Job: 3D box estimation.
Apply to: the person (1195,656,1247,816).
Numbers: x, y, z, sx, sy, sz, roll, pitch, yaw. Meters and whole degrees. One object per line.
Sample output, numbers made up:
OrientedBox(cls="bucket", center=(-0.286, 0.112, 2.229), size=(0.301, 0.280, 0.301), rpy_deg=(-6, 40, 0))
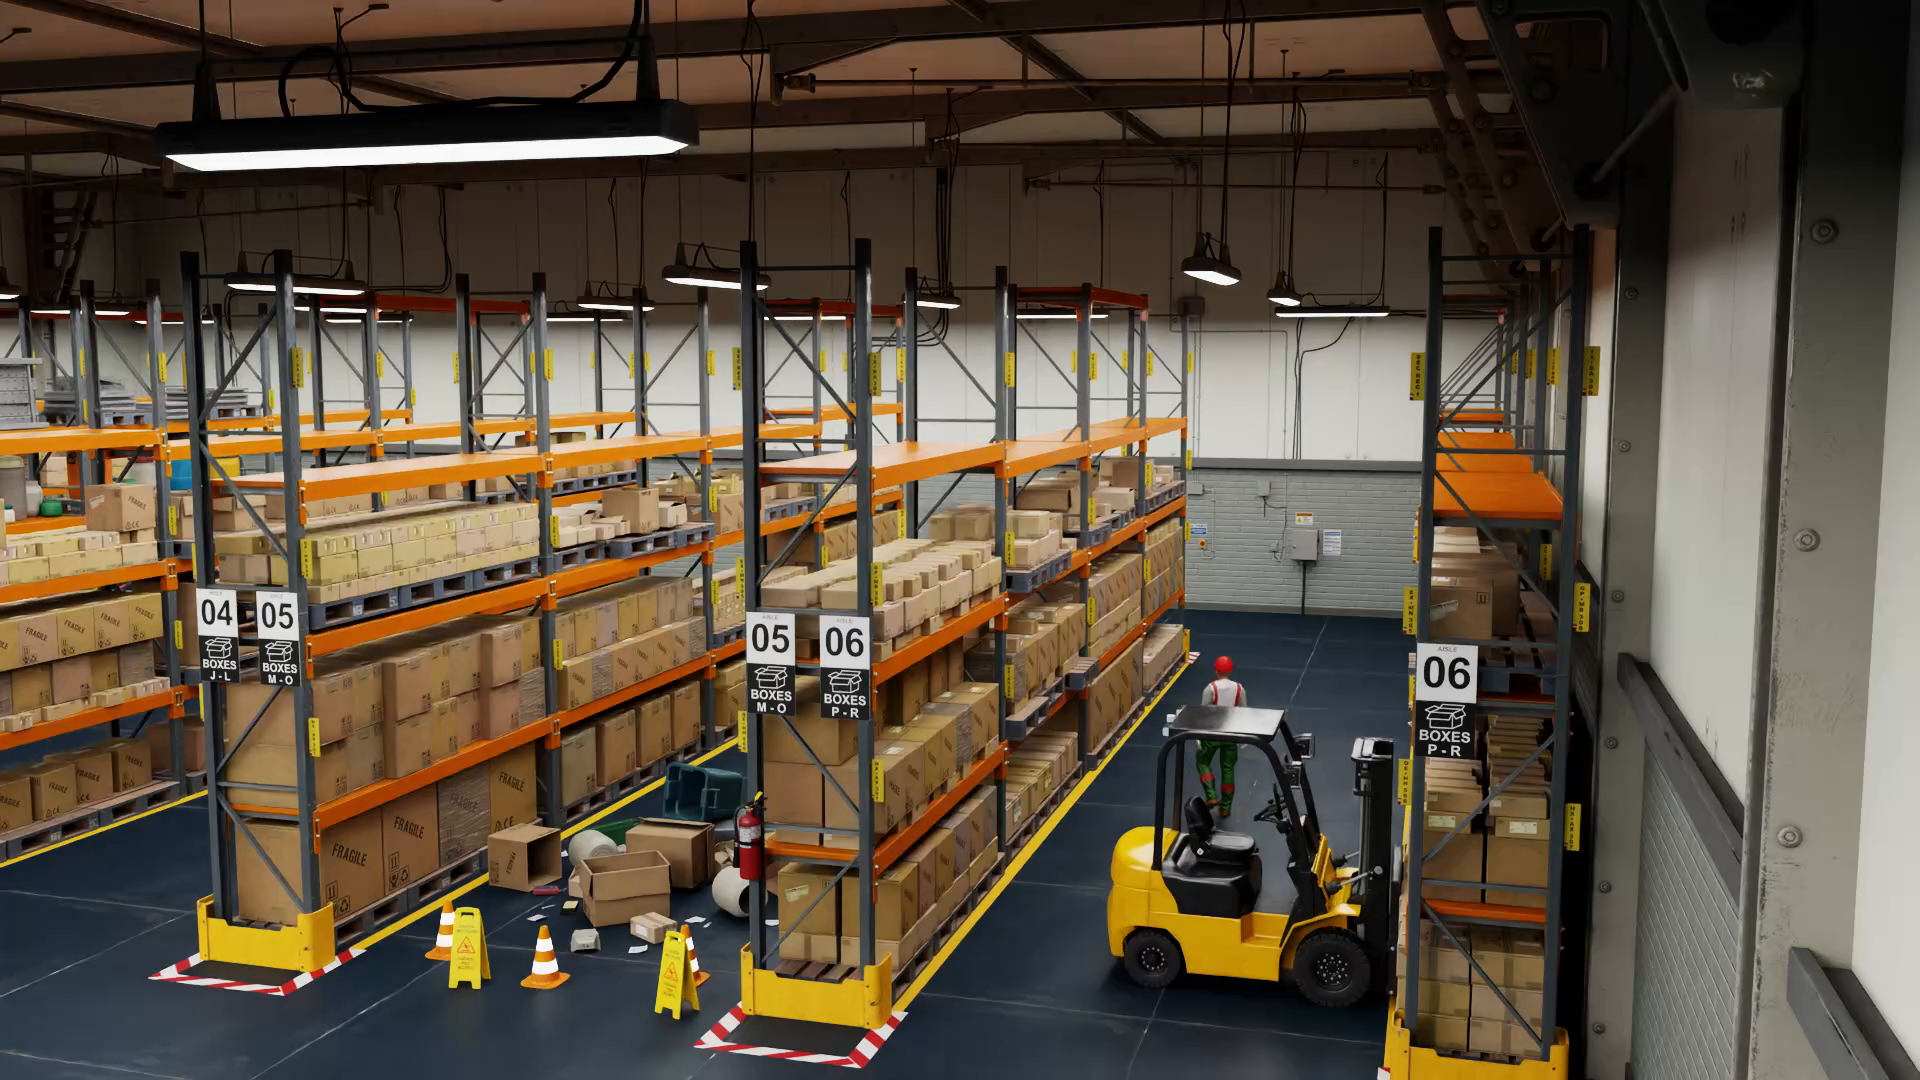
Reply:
OrientedBox(cls="person", center=(2.941, 2.195, 18.639), size=(0.602, 1.791, 0.467), rpy_deg=(-1, 7, -11))
